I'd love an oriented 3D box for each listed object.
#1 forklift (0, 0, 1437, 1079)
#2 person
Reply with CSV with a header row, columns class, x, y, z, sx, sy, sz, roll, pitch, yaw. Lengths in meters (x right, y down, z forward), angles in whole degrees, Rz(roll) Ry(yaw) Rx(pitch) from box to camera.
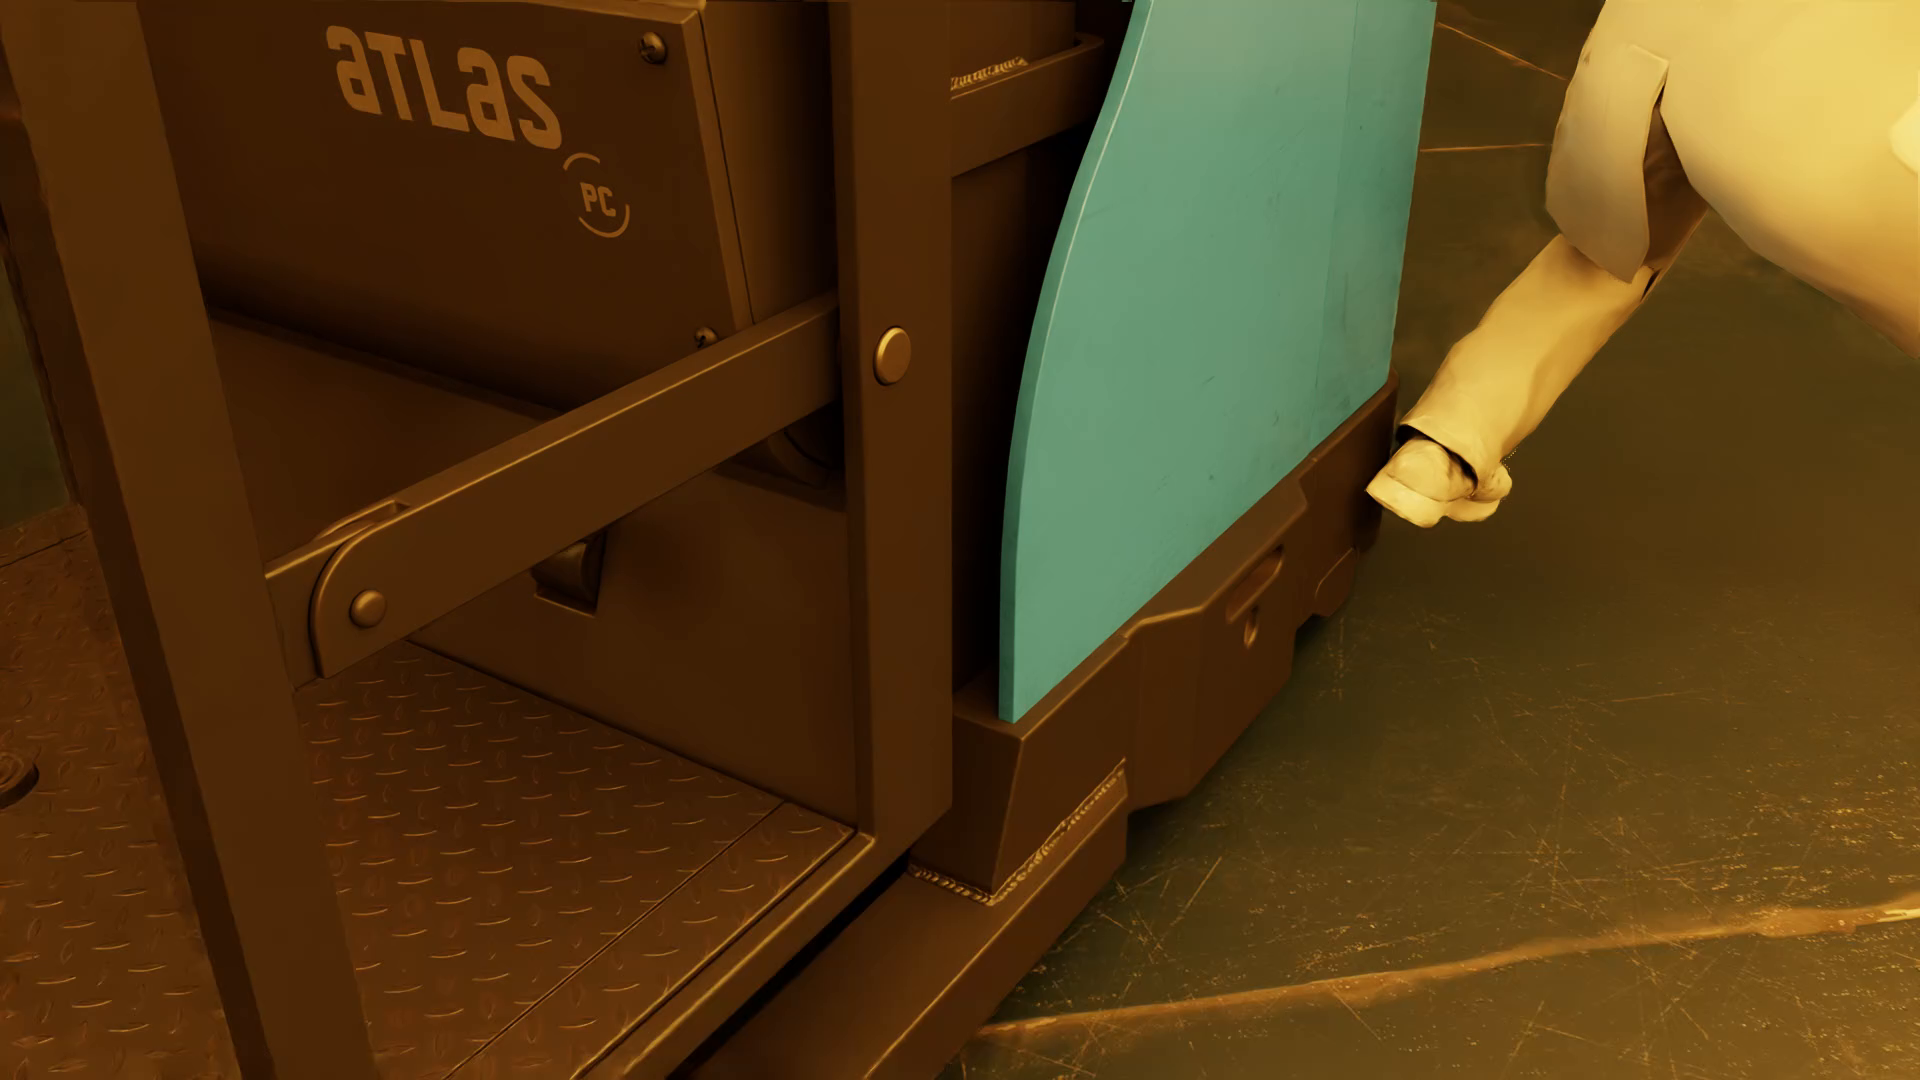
class,x,y,z,sx,sy,sz,roll,pitch,yaw
forklift,-0.627,-0.803,0.886,1.130,2.935,3.031,17,32,29
person,0.956,-0.533,1.925,0.787,1.511,1.231,-13,30,-22
